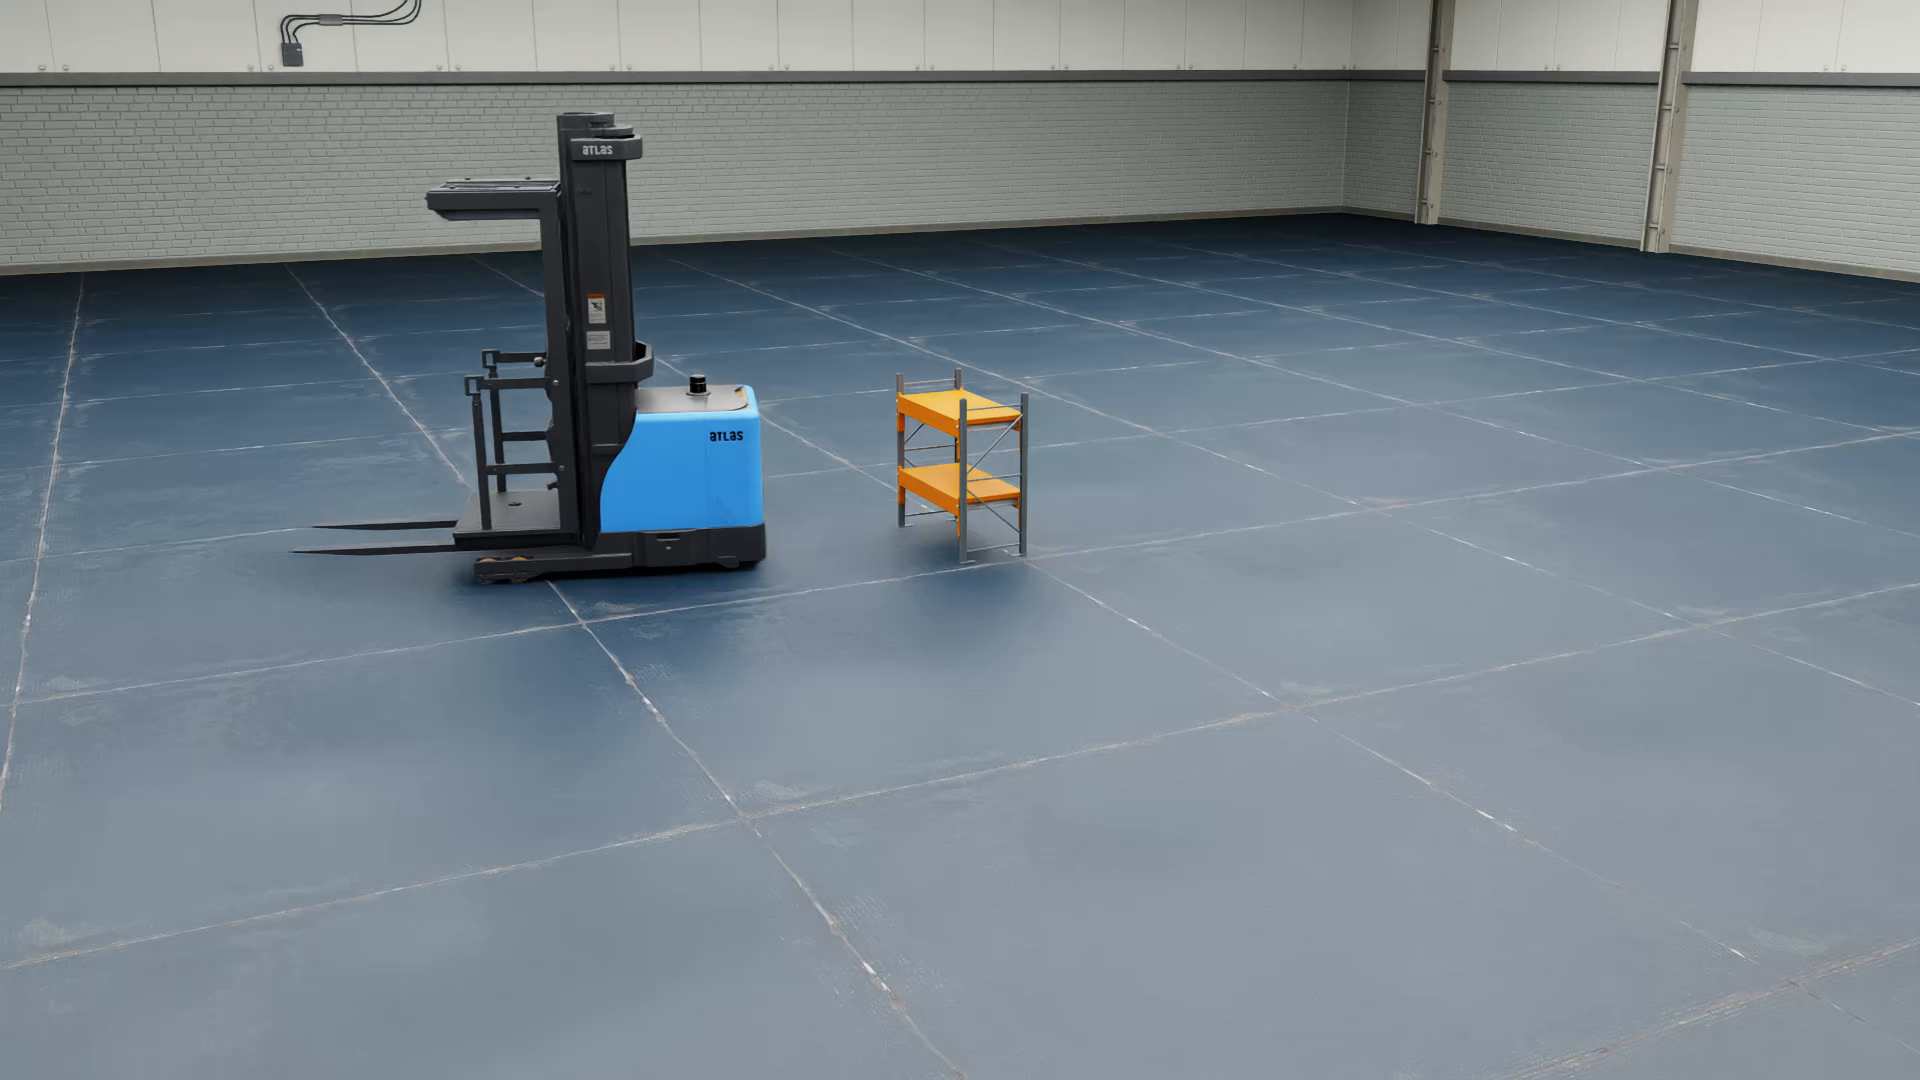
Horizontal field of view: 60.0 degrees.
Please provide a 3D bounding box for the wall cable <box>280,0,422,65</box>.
[{"bbox_3d":[-10.090,-10.830,27.012,2.305,6.003,0.169,-8,18,-25],"label":"wall cable"}]

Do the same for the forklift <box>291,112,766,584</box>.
[{"bbox_3d":[-2.859,-1.279,10.895,3.031,2.935,1.130,-3,16,-9],"label":"forklift"}]

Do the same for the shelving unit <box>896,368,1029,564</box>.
[{"bbox_3d":[0.003,-0.539,11.590,0.538,1.125,1.048,-8,18,-25],"label":"shelving unit"}]

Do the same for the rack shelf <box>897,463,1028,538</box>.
[{"bbox_3d":[0.003,-0.304,11.657,0.538,0.278,1.000,-8,18,-25],"label":"rack shelf"}]

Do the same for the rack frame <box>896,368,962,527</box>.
[{"bbox_3d":[-0.220,-0.665,12.029,0.500,1.125,0.032,-8,18,-25],"label":"rack frame"}]

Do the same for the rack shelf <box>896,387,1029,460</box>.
[{"bbox_3d":[0.003,-0.820,11.509,0.538,0.278,1.000,-8,18,-25],"label":"rack shelf"}]

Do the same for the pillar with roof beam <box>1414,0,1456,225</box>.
[{"bbox_3d":[5.917,-10.449,31.847,9.100,9.000,0.400,-8,18,-25],"label":"pillar with roof beam"}]

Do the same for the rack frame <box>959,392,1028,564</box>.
[{"bbox_3d":[0.226,-0.413,11.150,0.500,1.125,0.032,-8,18,-25],"label":"rack frame"}]

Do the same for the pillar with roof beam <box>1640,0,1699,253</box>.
[{"bbox_3d":[8.546,-8.961,26.662,9.100,9.000,0.400,-8,18,-25],"label":"pillar with roof beam"}]
